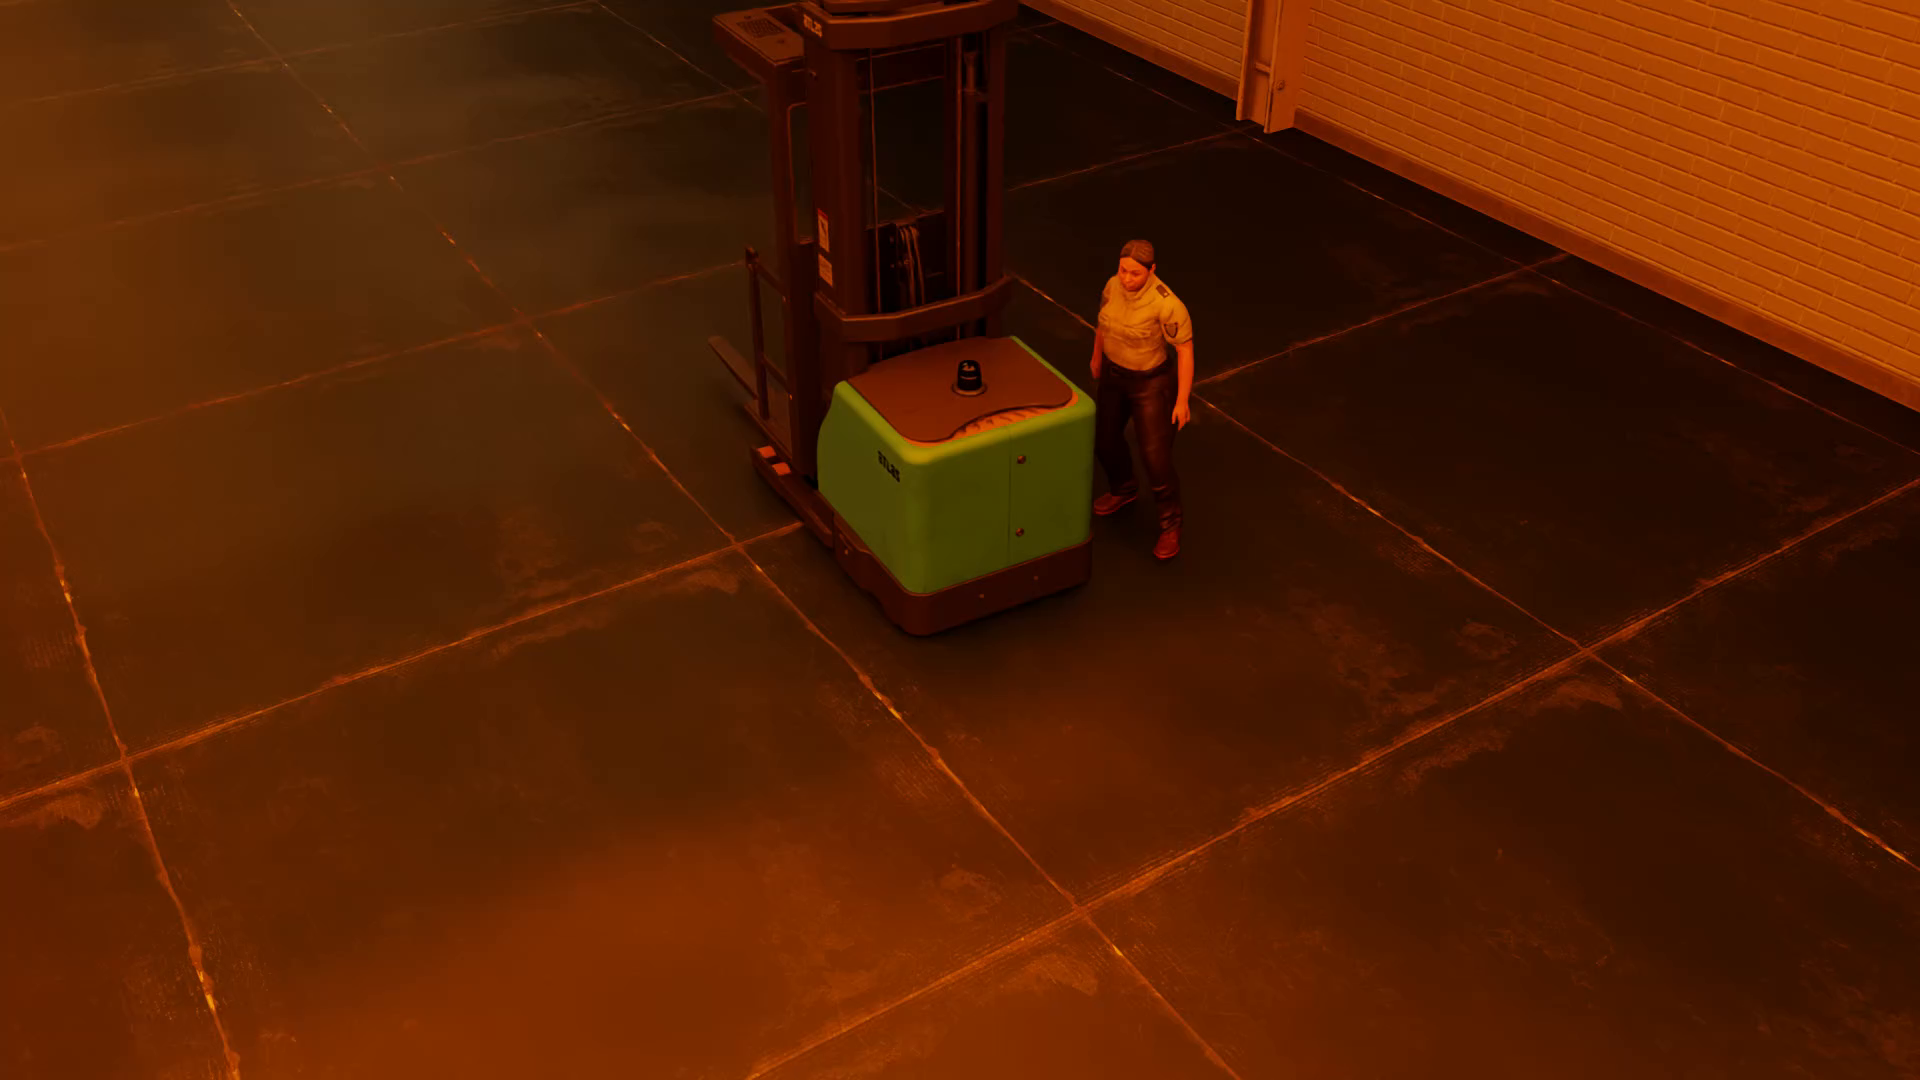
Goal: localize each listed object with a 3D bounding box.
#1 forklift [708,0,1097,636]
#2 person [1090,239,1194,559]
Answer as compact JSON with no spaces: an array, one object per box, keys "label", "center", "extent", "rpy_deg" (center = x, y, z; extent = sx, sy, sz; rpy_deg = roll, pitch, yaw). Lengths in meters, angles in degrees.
[{"label":"forklift","center":[-0.497,-1.570,8.381],"extent":[1.130,2.935,3.031],"rpy_deg":[-18,39,-23]},{"label":"person","center":[0.917,-0.777,8.396],"extent":[0.371,1.626,0.778],"rpy_deg":[-29,44,-35]}]
